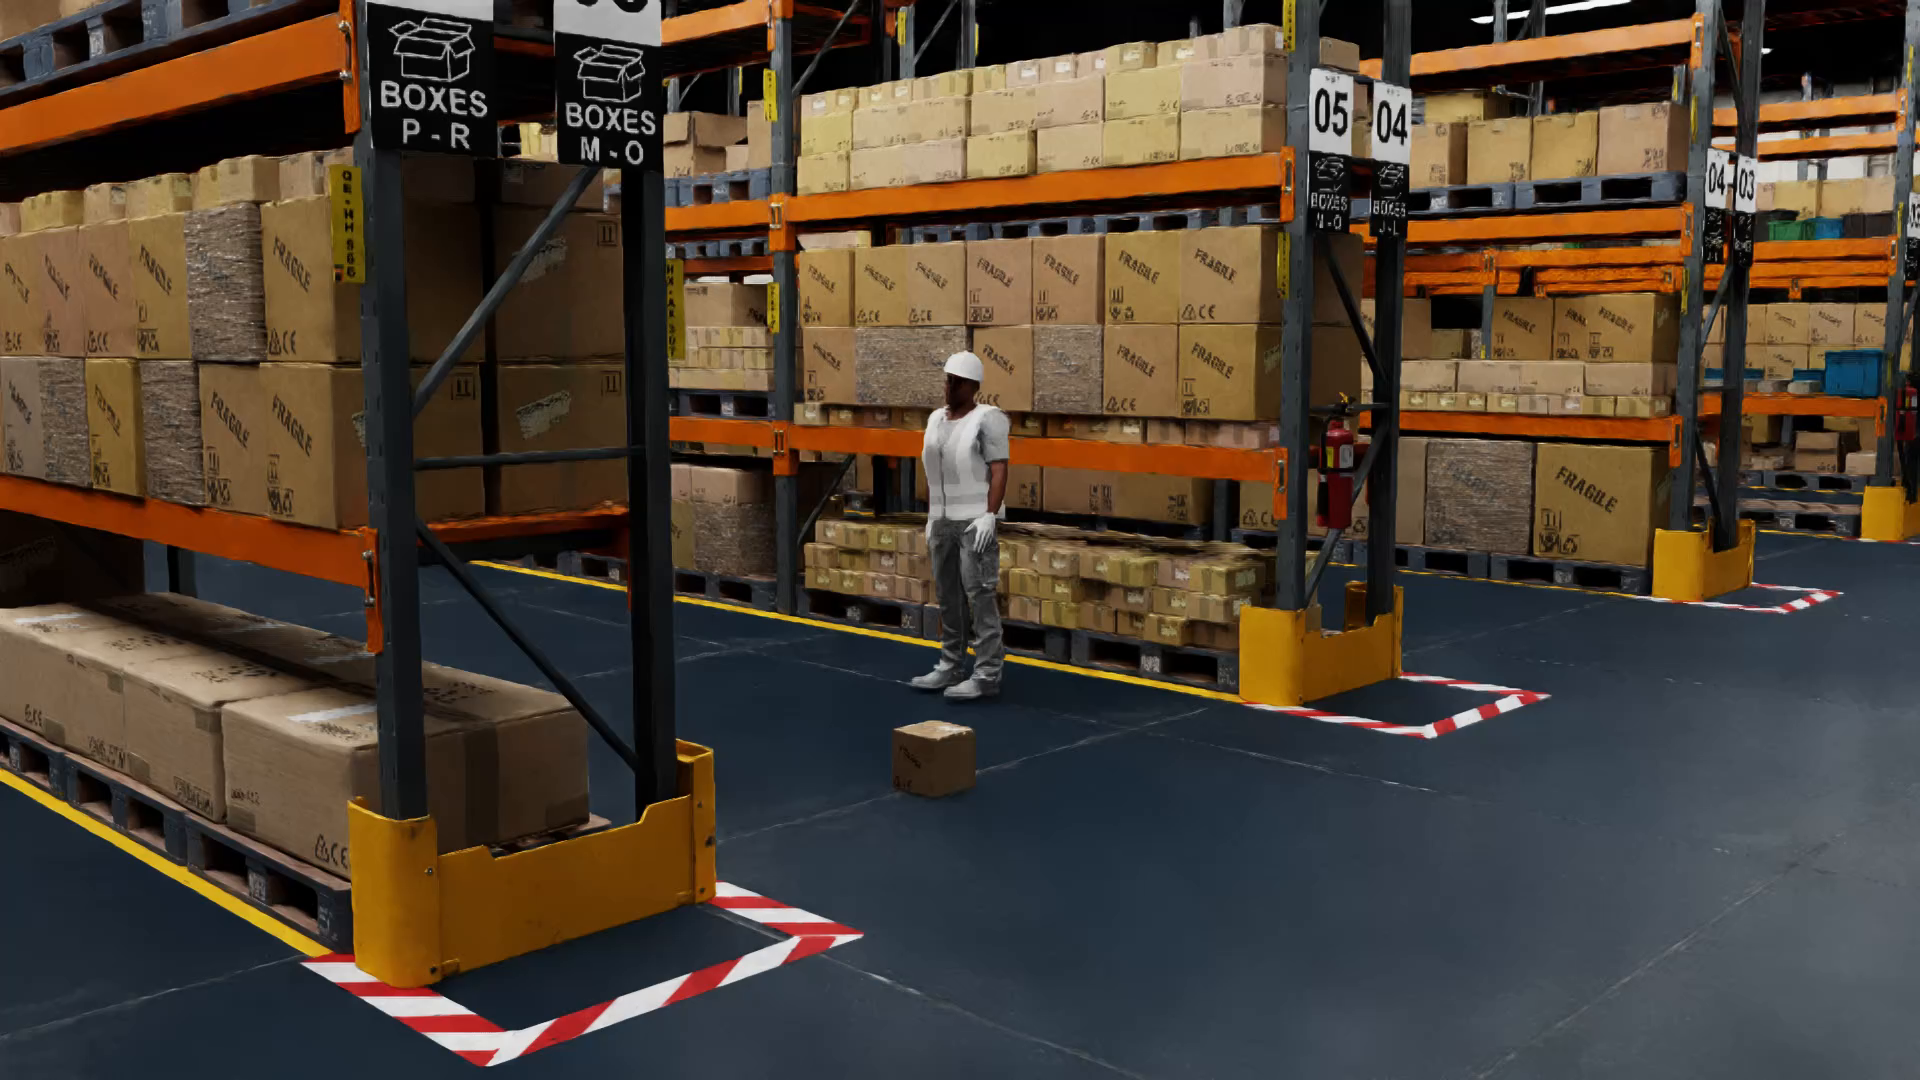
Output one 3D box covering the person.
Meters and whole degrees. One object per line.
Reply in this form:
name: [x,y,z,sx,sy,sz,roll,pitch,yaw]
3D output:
person: [0.007,-0.084,8.660,0.401,1.790,0.596,-7,10,-43]
